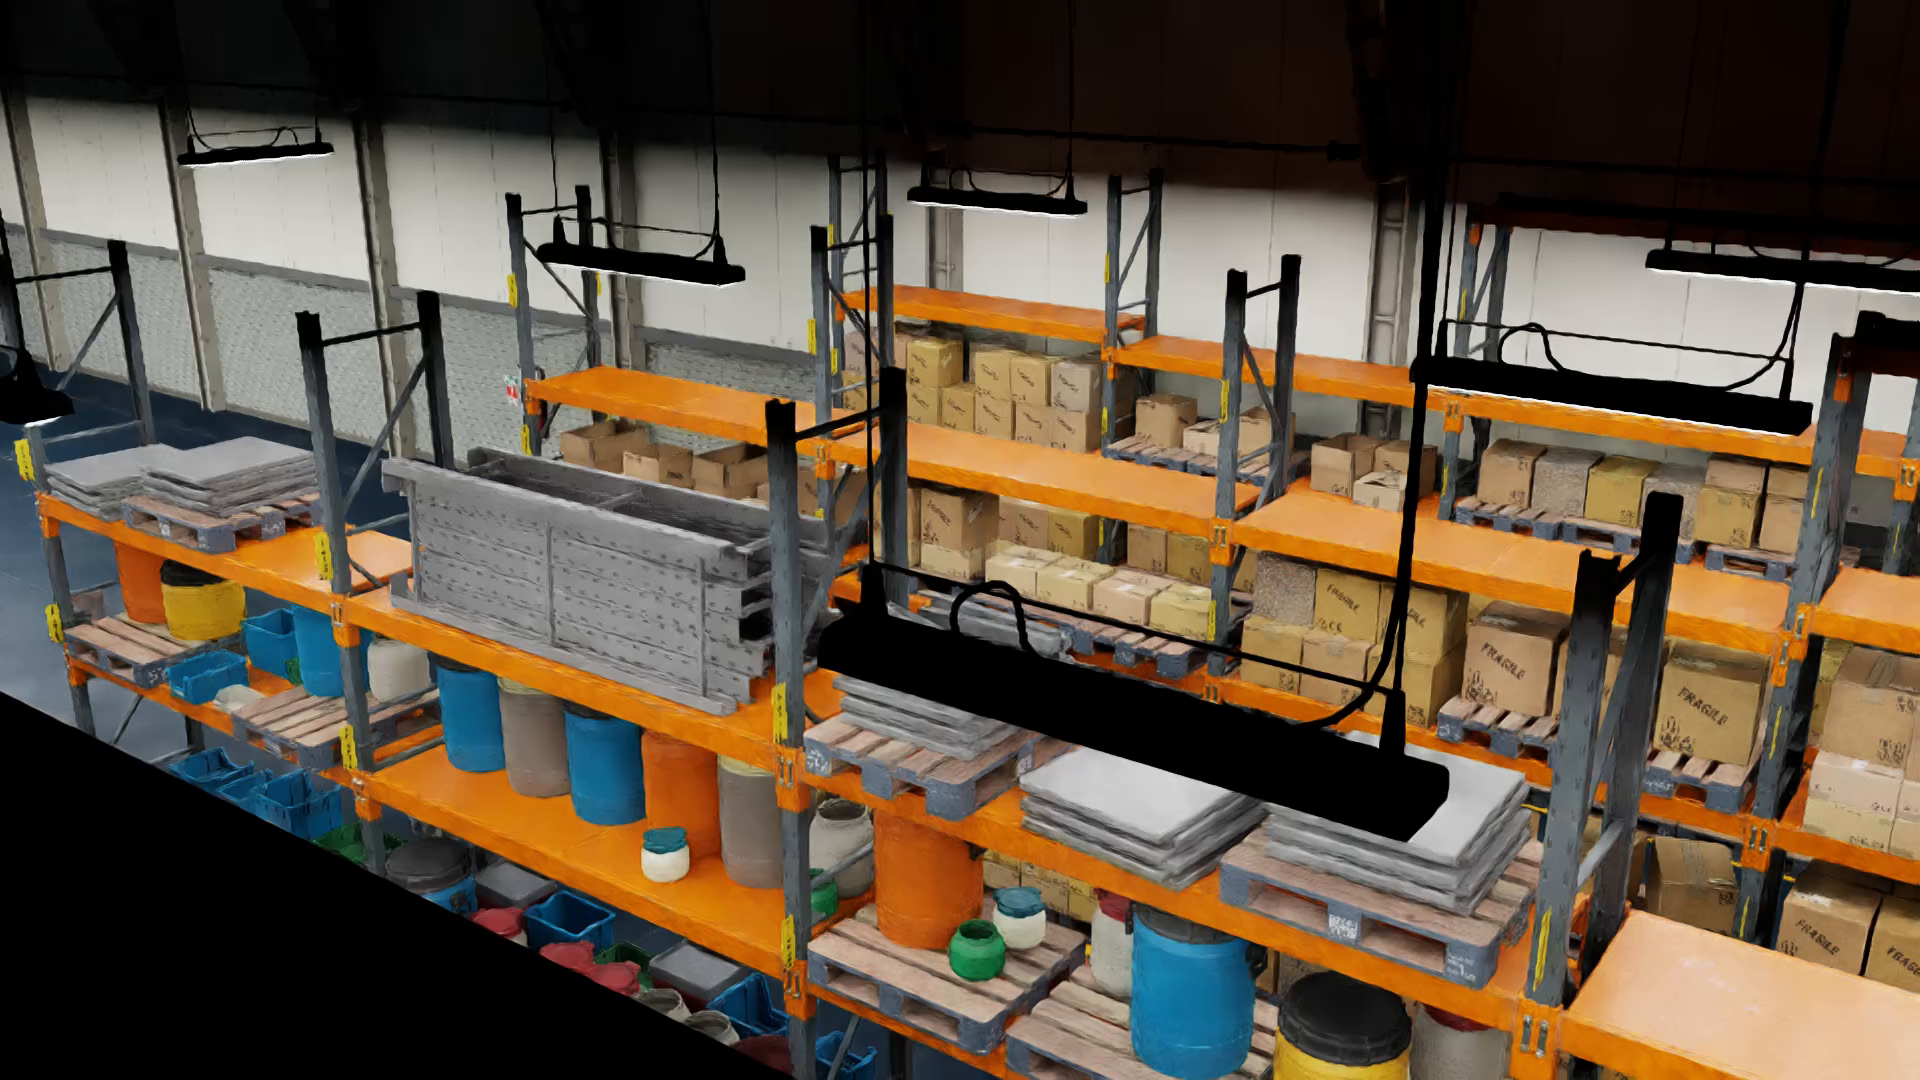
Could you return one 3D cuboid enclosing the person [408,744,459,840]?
[{"bbox_3d":[-4.771,2.472,15.164,0.521,1.622,0.930,-11,21,-29],"label":"person"}]
